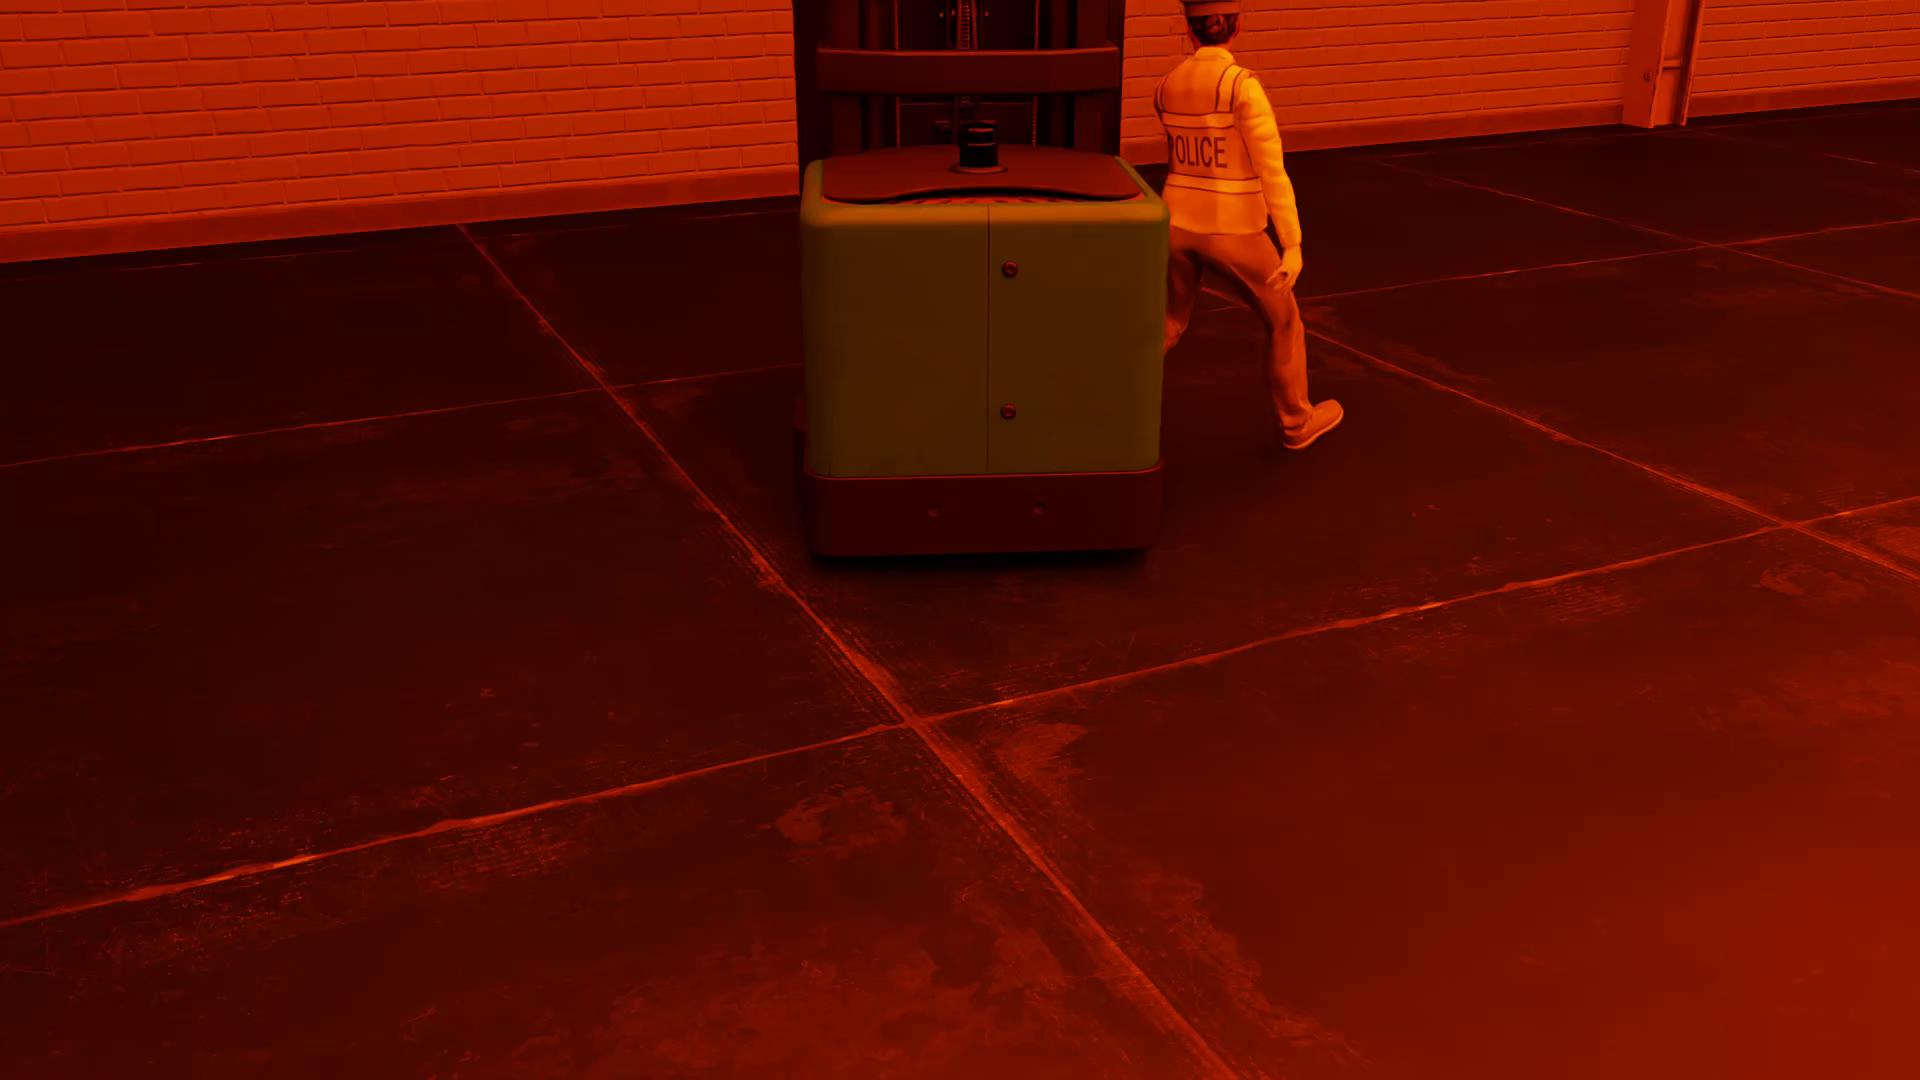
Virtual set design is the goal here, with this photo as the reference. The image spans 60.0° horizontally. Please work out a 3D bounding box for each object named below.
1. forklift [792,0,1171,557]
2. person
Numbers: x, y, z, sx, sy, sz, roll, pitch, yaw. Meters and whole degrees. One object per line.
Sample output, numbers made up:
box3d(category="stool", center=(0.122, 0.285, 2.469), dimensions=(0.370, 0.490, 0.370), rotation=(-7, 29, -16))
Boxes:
box3d(category="forklift", center=(-0.020, -1.828, 5.686), dimensions=(1.130, 2.935, 3.031), rotation=(-1, 23, -3))
box3d(category="person", center=(0.924, -1.033, 5.538), dimensions=(0.668, 1.584, 0.893), rotation=(20, 30, 39))
